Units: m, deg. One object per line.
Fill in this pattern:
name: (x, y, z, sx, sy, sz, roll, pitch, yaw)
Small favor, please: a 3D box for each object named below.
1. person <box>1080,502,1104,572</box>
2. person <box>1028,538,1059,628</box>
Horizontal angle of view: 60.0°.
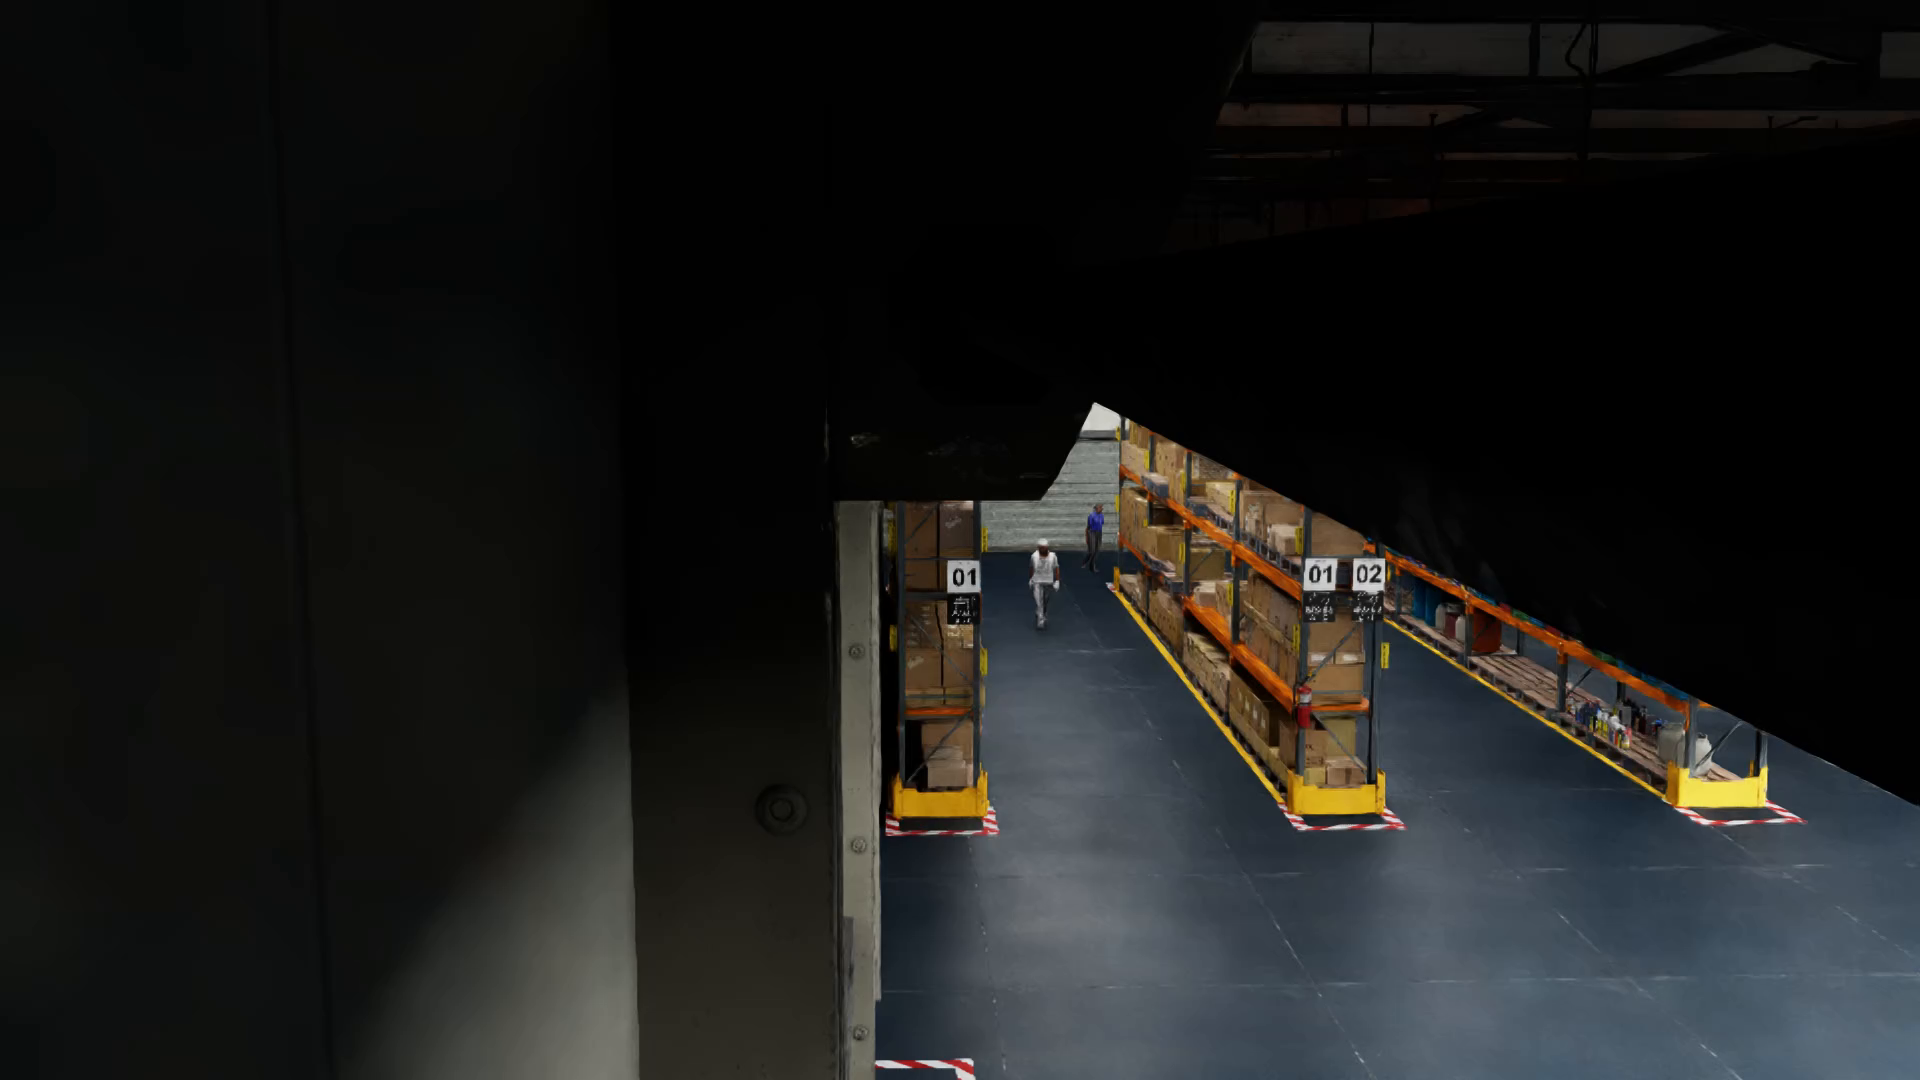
person: (3.094, -0.089, 38.997, 0.526, 1.651, 0.510, -7, 11, -39)
person: (1.644, 0.812, 32.439, 0.577, 1.733, 1.042, -1, 8, -3)
